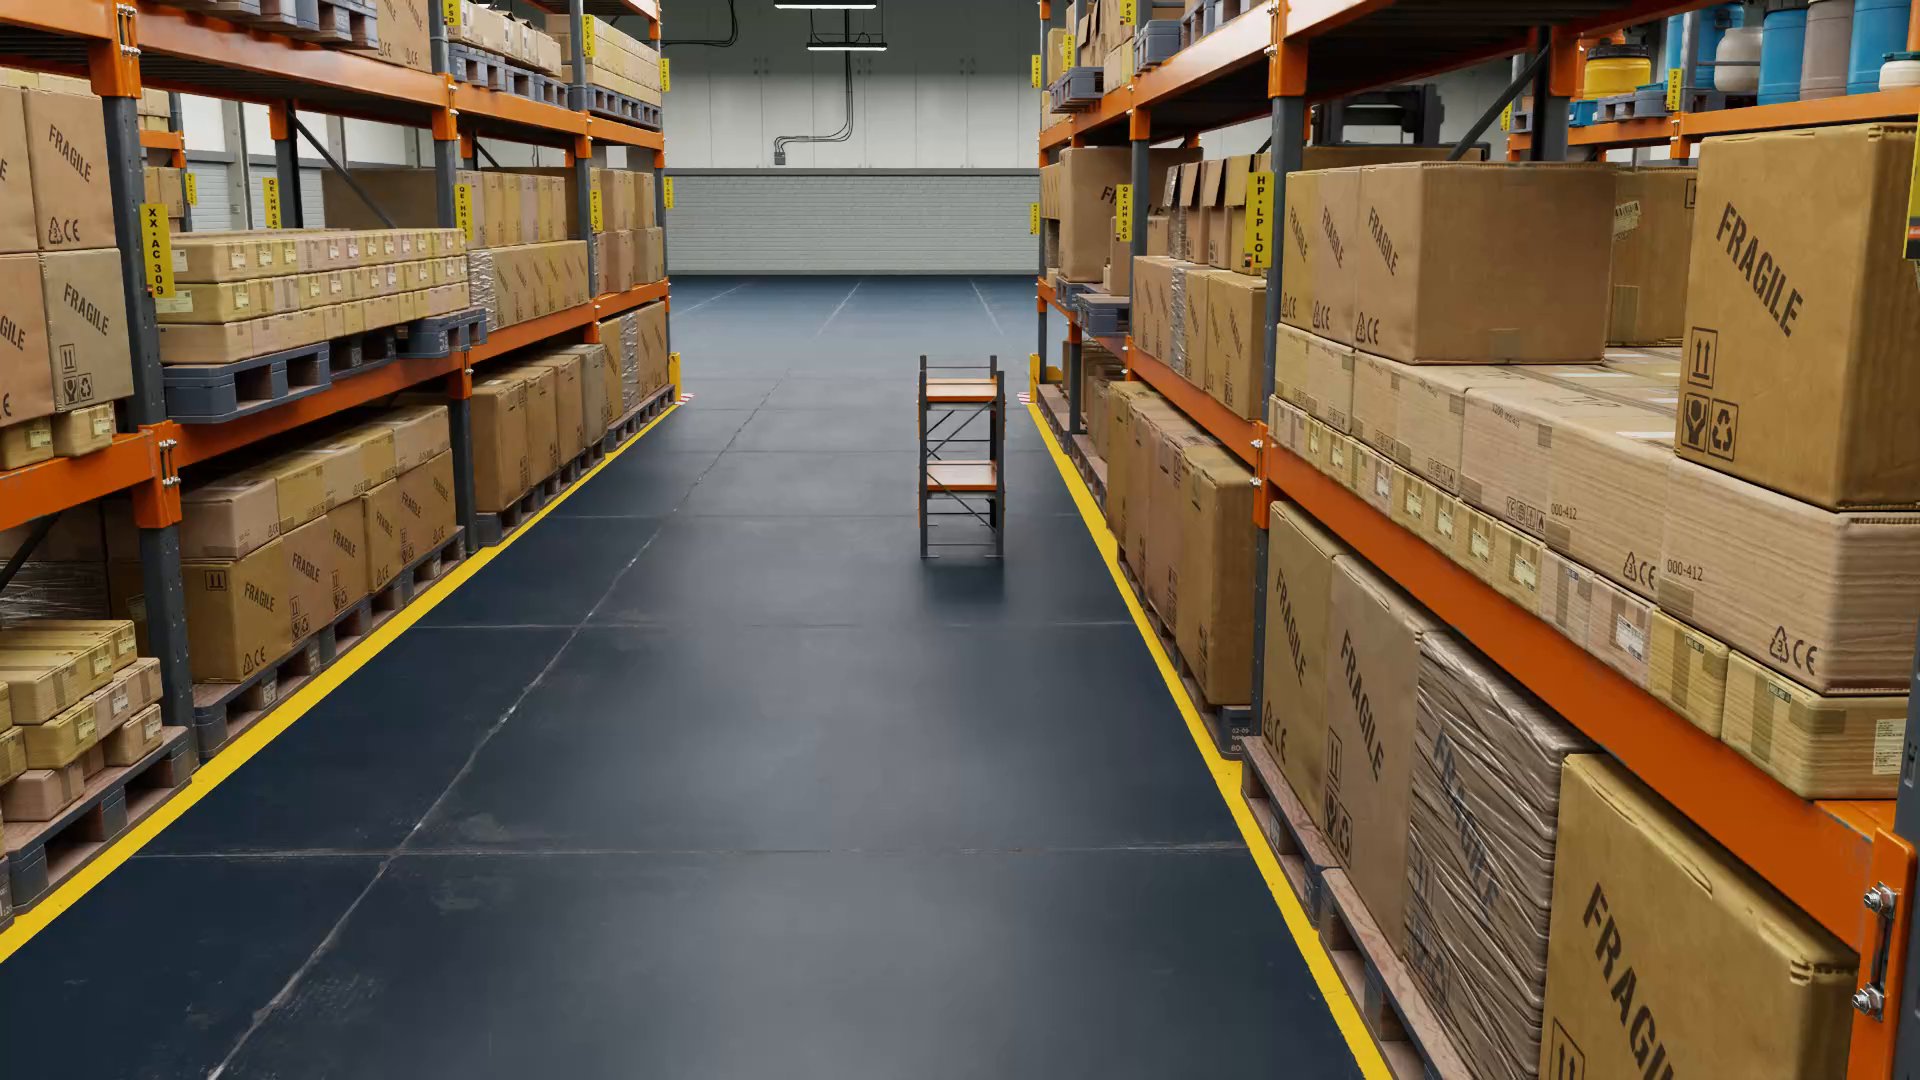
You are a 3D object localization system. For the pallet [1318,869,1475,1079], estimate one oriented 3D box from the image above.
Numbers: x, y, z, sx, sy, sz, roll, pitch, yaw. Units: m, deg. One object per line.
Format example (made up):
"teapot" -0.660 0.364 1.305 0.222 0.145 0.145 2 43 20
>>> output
"pallet" 1.554 1.171 4.257 1.003 0.211 1.213 0 11 -1

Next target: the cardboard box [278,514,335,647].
"cardboard box" -3.135 0.176 7.378 0.500 0.500 0.500 0 11 1

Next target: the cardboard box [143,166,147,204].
"cardboard box" -8.222 -3.318 15.853 0.700 0.500 0.500 0 11 -2

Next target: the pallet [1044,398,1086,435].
"pallet" 1.346 -1.191 15.896 1.003 0.211 1.213 0 11 -1

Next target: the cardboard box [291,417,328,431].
"cardboard box" -3.672 -0.495 8.798 0.500 0.250 0.500 0 11 -2

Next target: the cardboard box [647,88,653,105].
"cardboard box" -3.264 -4.411 16.539 0.380 0.149 0.250 0 11 0

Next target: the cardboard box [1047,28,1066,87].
"cardboard box" 1.102 -4.589 15.835 0.500 0.500 0.500 0 11 -1

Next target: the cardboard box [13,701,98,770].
"cardboard box" -3.007 0.624 5.306 0.380 0.149 0.250 -1 11 -3

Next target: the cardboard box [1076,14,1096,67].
"cardboard box" 1.334 -3.813 12.951 0.797 0.503 0.637 -1 11 -4

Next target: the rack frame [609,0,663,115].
"rack frame" -3.620 -5.916 17.085 1.000 3.000 0.127 0 11 -1

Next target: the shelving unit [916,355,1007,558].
"shelving unit" 0.000 -0.550 10.441 0.538 1.125 1.048 0 11 -1

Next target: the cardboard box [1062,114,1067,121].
"cardboard box" 1.153 -3.771 14.434 0.500 0.250 0.500 0 11 0

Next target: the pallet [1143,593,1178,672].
"pallet" 1.469 0.380 8.155 1.003 0.211 1.213 0 11 -1

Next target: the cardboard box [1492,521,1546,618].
"cardboard box" 1.312 0.055 3.373 0.380 0.149 0.250 0 11 -2

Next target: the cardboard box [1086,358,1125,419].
"cardboard box" 1.436 -1.355 14.924 0.500 0.500 0.500 4 12 17

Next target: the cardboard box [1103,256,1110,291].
"cardboard box" 1.202 -1.856 11.444 0.396 0.266 0.258 -1 11 -3

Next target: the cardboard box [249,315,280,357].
"cardboard box" -2.932 -0.808 6.574 0.380 0.149 0.250 0 11 0

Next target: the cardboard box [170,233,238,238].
"cardboard box" -3.609 -1.356 7.778 0.380 0.149 0.250 0 11 -2

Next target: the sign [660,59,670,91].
"sign" -3.077 -4.840 17.300 0.100 0.325 0.005 0 11 -1

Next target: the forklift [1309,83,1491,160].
"forklift" 3.025 -1.748 11.803 1.130 2.935 3.031 0 11 -1

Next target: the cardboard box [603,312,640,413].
"cardboard box" -3.503 -1.649 15.432 0.875 0.875 0.875 0 11 -1

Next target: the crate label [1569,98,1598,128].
"crate label" 6.001 -4.020 15.659 0.502 0.251 0.408 0 11 -1

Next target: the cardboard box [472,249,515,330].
"cardboard box" -3.207 -1.626 10.776 0.500 0.500 0.500 0 11 -2

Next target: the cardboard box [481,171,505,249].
"cardboard box" -3.479 -2.216 11.172 0.700 0.500 0.500 0 11 -2

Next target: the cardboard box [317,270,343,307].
"cardboard box" -2.947 -1.107 7.298 0.380 0.149 0.250 0 11 1

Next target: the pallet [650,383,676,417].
"pallet" -3.525 -1.450 17.177 1.003 0.211 1.213 0 11 -1

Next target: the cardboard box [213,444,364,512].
"cardboard box" -3.143 -0.294 7.807 0.500 0.250 0.500 0 11 1

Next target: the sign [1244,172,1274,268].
"sign" 1.047 -1.115 5.797 0.100 0.325 0.005 0 11 -1

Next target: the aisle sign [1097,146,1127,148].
"aisle sign" 1.640 -4.263 17.491 0.394 0.787 0.004 0 11 -1

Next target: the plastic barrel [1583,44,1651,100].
"plastic barrel" 6.443 -4.538 16.310 0.600 0.588 0.600 0 11 0

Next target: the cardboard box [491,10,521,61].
"cardboard box" -3.271 -3.413 11.209 0.500 0.311 0.500 0 11 -2

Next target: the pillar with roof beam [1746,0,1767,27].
"pillar with roof beam" 12.401 -9.402 34.269 9.100 9.000 0.548 0 11 -1

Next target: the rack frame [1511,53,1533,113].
"rack frame" 6.293 -5.936 17.187 1.000 3.000 0.127 0 11 -1

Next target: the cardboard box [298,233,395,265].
"cardboard box" -2.962 -1.407 8.029 0.380 0.149 0.250 0 11 2

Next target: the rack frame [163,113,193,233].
"rack frame" -8.567 -2.935 17.482 1.000 3.000 0.127 0 11 -1

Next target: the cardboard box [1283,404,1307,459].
"cardboard box" 1.268 -0.355 5.396 0.380 0.149 0.250 -1 11 -3

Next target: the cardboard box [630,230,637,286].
"cardboard box" -3.648 -2.754 16.214 0.875 0.550 0.550 0 11 -1

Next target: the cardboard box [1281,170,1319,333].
"cardboard box" 1.343 -0.934 5.361 0.500 0.500 0.500 0 11 -1

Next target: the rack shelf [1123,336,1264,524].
"rack shelf" 1.548 -0.635 7.956 1.077 0.370 4.000 0 11 -1

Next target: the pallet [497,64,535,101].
"pallet" -3.547 -3.113 11.289 1.003 0.211 1.213 0 11 1

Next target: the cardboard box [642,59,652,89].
"cardboard box" -3.321 -4.577 16.353 0.500 0.250 0.500 0 11 -1

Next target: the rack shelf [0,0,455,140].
"rack shelf" -3.413 -2.105 7.656 1.077 0.370 4.000 0 11 -1

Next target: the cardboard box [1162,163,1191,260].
"cardboard box" 1.505 -1.781 9.018 0.797 0.503 0.637 0 11 1

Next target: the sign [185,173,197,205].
"sign" -8.012 -3.656 17.327 0.100 0.325 0.005 0 11 -1

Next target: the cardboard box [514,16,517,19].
"cardboard box" -3.864 -4.244 13.710 0.380 0.149 0.250 0 11 -2

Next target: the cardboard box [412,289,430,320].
"cardboard box" -2.974 -1.222 8.612 0.380 0.149 0.250 0 11 -2

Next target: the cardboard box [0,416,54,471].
"cardboard box" -3.072 -0.307 5.160 0.380 0.149 0.250 0 11 1

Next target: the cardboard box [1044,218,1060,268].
"cardboard box" 1.325 -3.061 17.104 0.875 0.500 0.500 0 11 -1

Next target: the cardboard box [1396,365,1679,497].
"cardboard box" 1.361 -0.268 3.966 0.500 0.250 0.500 0 11 -1

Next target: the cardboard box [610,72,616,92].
"cardboard box" -3.221 -4.007 14.544 0.380 0.149 0.250 0 11 -2

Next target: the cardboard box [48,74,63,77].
"cardboard box" -8.246 -4.200 14.800 0.380 0.149 0.250 0 11 -2

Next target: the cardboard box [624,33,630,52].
"cardboard box" -3.237 -4.549 15.212 0.380 0.149 0.250 0 11 -1

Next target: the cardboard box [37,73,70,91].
"cardboard box" -8.237 -3.973 14.683 0.500 0.250 0.500 0 11 -1

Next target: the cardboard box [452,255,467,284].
"cardboard box" -2.989 -1.517 9.322 0.380 0.149 0.250 0 11 0

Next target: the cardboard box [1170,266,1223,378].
"cardboard box" 1.280 -1.033 7.855 0.500 0.500 0.500 0 11 -1
